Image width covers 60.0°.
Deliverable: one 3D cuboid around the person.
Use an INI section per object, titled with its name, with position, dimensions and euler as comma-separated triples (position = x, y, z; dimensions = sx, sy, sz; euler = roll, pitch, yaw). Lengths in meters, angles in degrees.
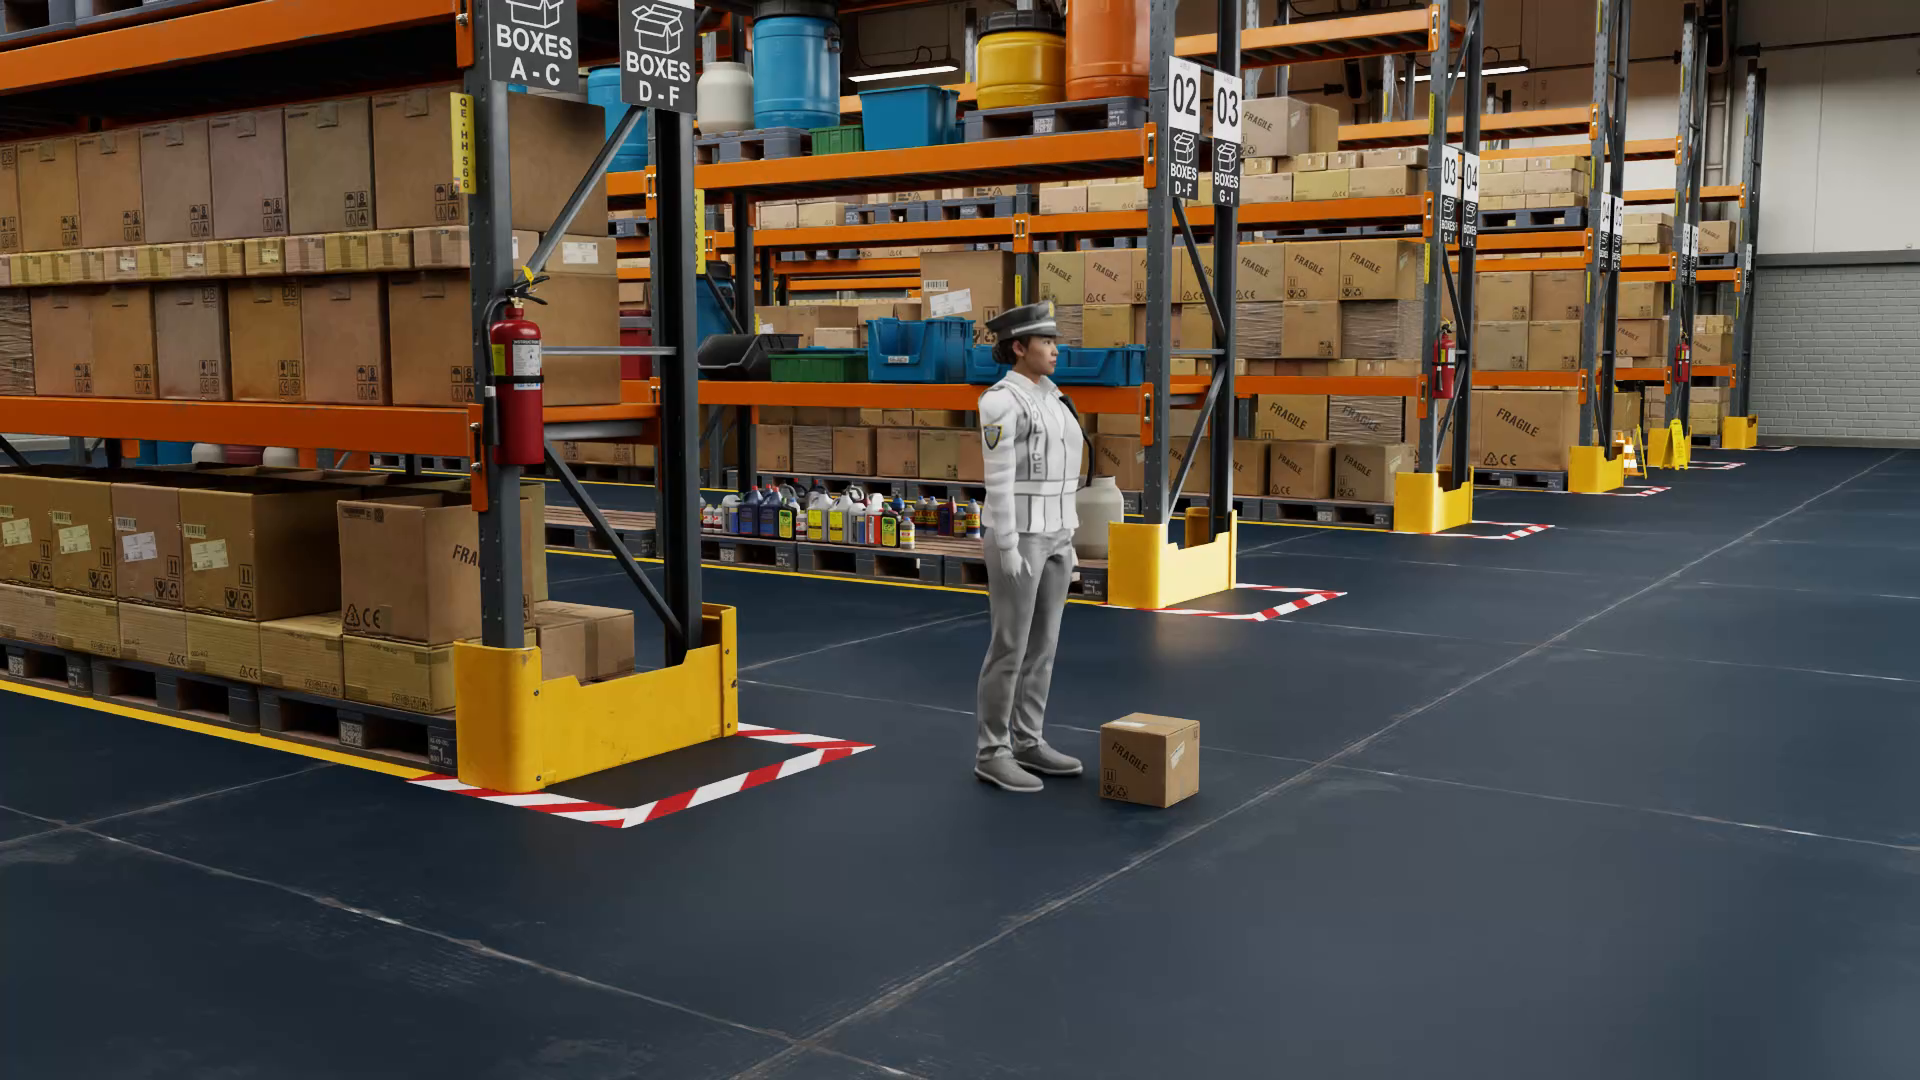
[person]
position = 0.259, 0.008, 5.859
dimensions = 0.346, 1.697, 0.467
euler = 4, 8, 35
